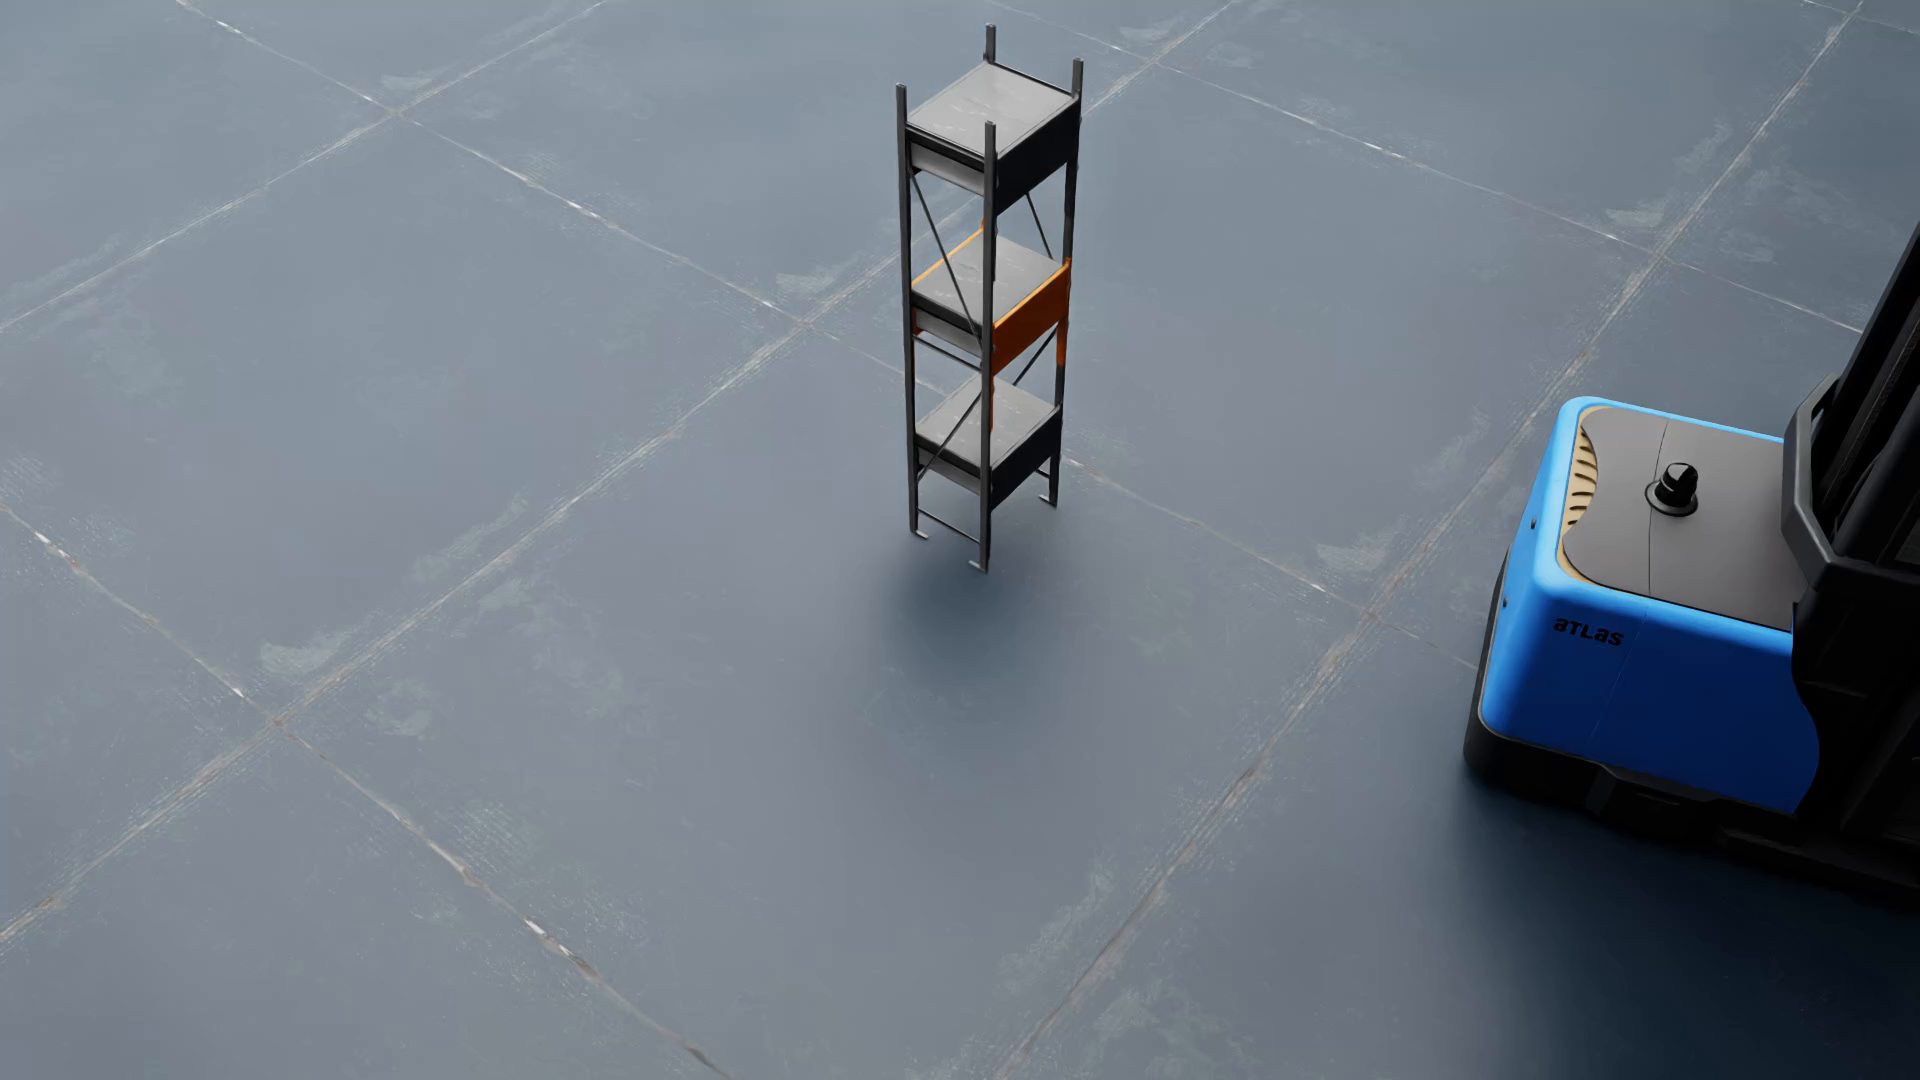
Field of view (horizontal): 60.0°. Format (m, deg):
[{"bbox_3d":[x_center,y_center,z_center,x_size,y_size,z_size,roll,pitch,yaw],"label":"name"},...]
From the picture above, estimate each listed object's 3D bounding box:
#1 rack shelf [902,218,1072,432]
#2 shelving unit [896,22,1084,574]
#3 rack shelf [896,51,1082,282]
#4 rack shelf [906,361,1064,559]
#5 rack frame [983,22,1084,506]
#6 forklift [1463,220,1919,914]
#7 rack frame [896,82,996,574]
[{"bbox_3d":[0.101,-0.811,6.256,0.431,0.518,0.480,29,53,25],"label":"rack shelf"},{"bbox_3d":[0.101,-0.820,6.246,0.431,2.100,0.503,29,53,25],"label":"shelving unit"},{"bbox_3d":[0.101,-1.294,5.750,0.431,0.518,0.480,29,53,25],"label":"rack shelf"},{"bbox_3d":[0.101,-0.327,6.762,0.431,0.518,0.480,29,53,25],"label":"rack shelf"},{"bbox_3d":[0.250,-0.960,6.379,0.400,2.100,0.015,29,53,25],"label":"rack frame"},{"bbox_3d":[3.408,-0.108,4.991,3.031,2.935,1.130,15,48,14],"label":"forklift"},{"bbox_3d":[-0.048,-0.680,6.113,0.400,2.100,0.015,29,53,25],"label":"rack frame"}]
